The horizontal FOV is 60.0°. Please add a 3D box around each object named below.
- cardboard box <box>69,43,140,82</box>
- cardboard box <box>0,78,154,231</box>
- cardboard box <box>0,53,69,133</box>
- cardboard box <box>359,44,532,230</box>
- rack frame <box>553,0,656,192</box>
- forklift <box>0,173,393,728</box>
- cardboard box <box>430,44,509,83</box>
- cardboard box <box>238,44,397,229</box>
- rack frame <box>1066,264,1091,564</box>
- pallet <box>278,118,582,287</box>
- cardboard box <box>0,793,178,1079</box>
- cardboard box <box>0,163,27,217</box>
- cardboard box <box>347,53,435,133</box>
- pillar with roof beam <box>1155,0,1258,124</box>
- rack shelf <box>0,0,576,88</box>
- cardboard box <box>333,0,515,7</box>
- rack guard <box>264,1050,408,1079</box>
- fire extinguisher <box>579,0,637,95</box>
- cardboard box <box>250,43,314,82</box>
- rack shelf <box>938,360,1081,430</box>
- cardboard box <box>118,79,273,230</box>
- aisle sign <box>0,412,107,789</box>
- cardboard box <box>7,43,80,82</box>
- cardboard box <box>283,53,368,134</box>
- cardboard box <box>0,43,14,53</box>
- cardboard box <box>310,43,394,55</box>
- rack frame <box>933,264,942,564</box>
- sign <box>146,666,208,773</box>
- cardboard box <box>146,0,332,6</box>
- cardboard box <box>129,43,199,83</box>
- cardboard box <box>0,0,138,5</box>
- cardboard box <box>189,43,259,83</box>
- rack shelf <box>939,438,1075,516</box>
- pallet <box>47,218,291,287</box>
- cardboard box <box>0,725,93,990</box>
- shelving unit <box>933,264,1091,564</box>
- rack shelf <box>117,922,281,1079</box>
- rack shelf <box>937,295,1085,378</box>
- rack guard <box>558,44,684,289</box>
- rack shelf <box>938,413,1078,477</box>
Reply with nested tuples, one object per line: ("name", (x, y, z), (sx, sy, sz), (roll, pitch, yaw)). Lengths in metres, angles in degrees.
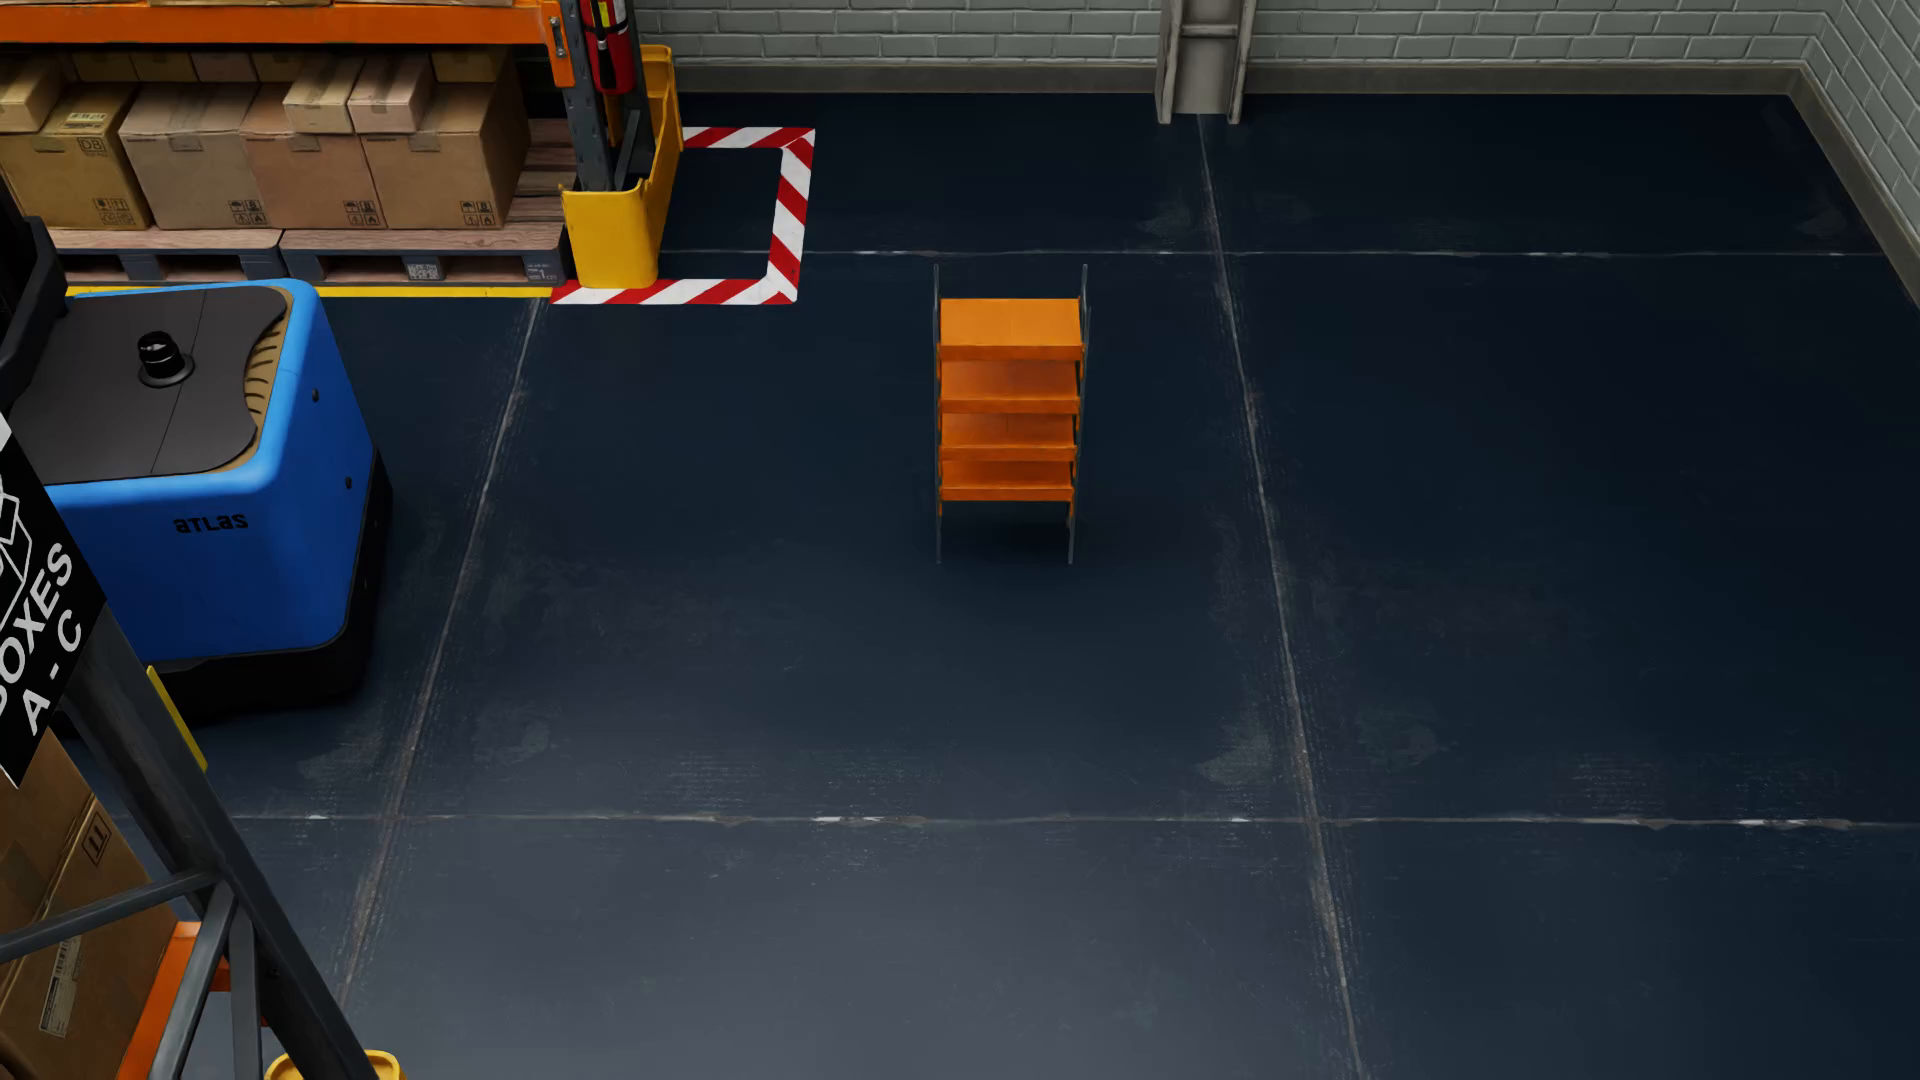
("cardboard box", (-3.624, -2.139, 7.170), (0.250, 0.149, 0.380), (-1, 47, -1))
("cardboard box", (-3.766, -1.767, 7.267), (0.500, 0.500, 0.700), (1, 47, 1))
("cardboard box", (-3.917, -1.860, 6.909), (0.250, 0.149, 0.380), (-1, 47, -1))
("cardboard box", (-2.229, -1.769, 7.268), (0.500, 0.500, 0.700), (0, 47, 0))
("rack frame", (-1.529, -2.549, 6.573), (0.127, 3.000, 1.000), (0, 47, 0))
("forklift", (-3.605, -0.683, 4.883), (3.031, 2.935, 1.130), (-5, 47, -5))
("cardboard box", (-2.103, -2.136, 7.167), (0.250, 0.149, 0.380), (0, 47, 0))
("cardboard box", (-2.729, -1.771, 7.270), (0.500, 0.500, 0.700), (0, 47, 0))
("rack frame", (0.410, -0.408, 5.810), (0.015, 1.200, 0.240), (0, 47, 0))
("pallet", (-2.329, -1.544, 7.543), (1.213, 0.211, 1.003), (0, 47, 0))
("cardboard box", (-1.986, 0.849, 3.343), (0.500, 0.500, 0.500), (1, 47, 1))
("cardboard box", (-4.279, -1.771, 7.270), (0.500, 0.500, 0.700), (0, 47, 0))
("cardboard box", (-2.358, -1.857, 6.907), (0.250, 0.149, 0.380), (0, 47, 0))
("pillar with roof beam", (1.159, -2.068, 2.027), (0.400, 9.000, 9.100), (0, 47, 0))
("rack shelf", (-3.529, -2.309, 6.842), (4.000, 0.370, 1.077), (0, 47, 0))
("cardboard box", (-2.039, -2.645, 6.458), (0.700, 0.700, 0.980), (2, 47, 2))
("rack guard", (-1.619, 1.928, 4.114), (0.348, 0.500, 1.175), (0, 47, 0))
("fire extinguisher", (-1.380, -2.057, 6.423), (0.183, 0.674, 0.296), (0, 47, 0))
("cardboard box", (-2.860, -2.138, 7.169), (0.250, 0.149, 0.380), (1, 47, 0))
("rack shelf", (0.166, -0.515, 5.696), (0.480, 0.148, 0.258), (0, 47, 0))
("cardboard box", (-3.232, -1.771, 7.270), (0.500, 0.500, 0.700), (-1, 47, -1))
("aisle sign", (-1.474, -0.024, 2.447), (0.004, 0.787, 0.394), (0, 47, 0))
("cardboard box", (-3.882, -2.140, 7.170), (0.250, 0.149, 0.380), (1, 47, 1))
("cardboard box", (-2.614, -1.857, 6.907), (0.250, 0.149, 0.380), (1, 47, 1))
("cardboard box", (-4.135, -2.141, 7.171), (0.250, 0.149, 0.380), (-1, 47, -1))
("cardboard box", (-2.610, -2.137, 7.168), (0.250, 0.149, 0.380), (0, 47, 0))
("rack frame", (-0.078, -0.409, 5.811), (0.015, 1.200, 0.240), (0, 47, 0))
("sign", (-1.542, 0.385, 3.251), (0.005, 0.325, 0.100), (0, 47, 0))
("cardboard box", (-2.766, -2.639, 6.452), (0.700, 0.700, 0.980), (0, 47, 0))
("cardboard box", (-3.371, -2.138, 7.169), (0.250, 0.149, 0.380), (1, 47, 1))
("cardboard box", (-3.529, -2.648, 6.461), (0.700, 0.700, 0.980), (-2, 47, -2))
("cardboard box", (-3.115, -2.138, 7.169), (0.250, 0.149, 0.380), (1, 47, 1))
("rack shelf", (0.166, -0.227, 6.005), (0.480, 0.148, 0.258), (0, 47, 0))
("pallet", (-3.545, -1.549, 7.548), (1.213, 0.211, 1.003), (0, 47, 0))
("cardboard box", (-1.986, 0.508, 2.977), (0.500, 0.500, 0.500), (1, 47, 1))
("shelving unit", (0.166, -0.408, 5.810), (0.503, 1.200, 0.258), (0, 47, 0))
("rack shelf", (-3.543, 1.317, 3.467), (4.000, 0.370, 1.077), (0, 47, 0))
("rack shelf", (0.166, -0.676, 5.523), (0.480, 0.148, 0.258), (0, 47, 0))
("rack guard", (-1.505, -1.697, 7.488), (0.348, 0.500, 1.175), (0, 47, 0))
("rack shelf", (0.166, -0.363, 5.860), (0.480, 0.148, 0.258), (0, 47, 0))
